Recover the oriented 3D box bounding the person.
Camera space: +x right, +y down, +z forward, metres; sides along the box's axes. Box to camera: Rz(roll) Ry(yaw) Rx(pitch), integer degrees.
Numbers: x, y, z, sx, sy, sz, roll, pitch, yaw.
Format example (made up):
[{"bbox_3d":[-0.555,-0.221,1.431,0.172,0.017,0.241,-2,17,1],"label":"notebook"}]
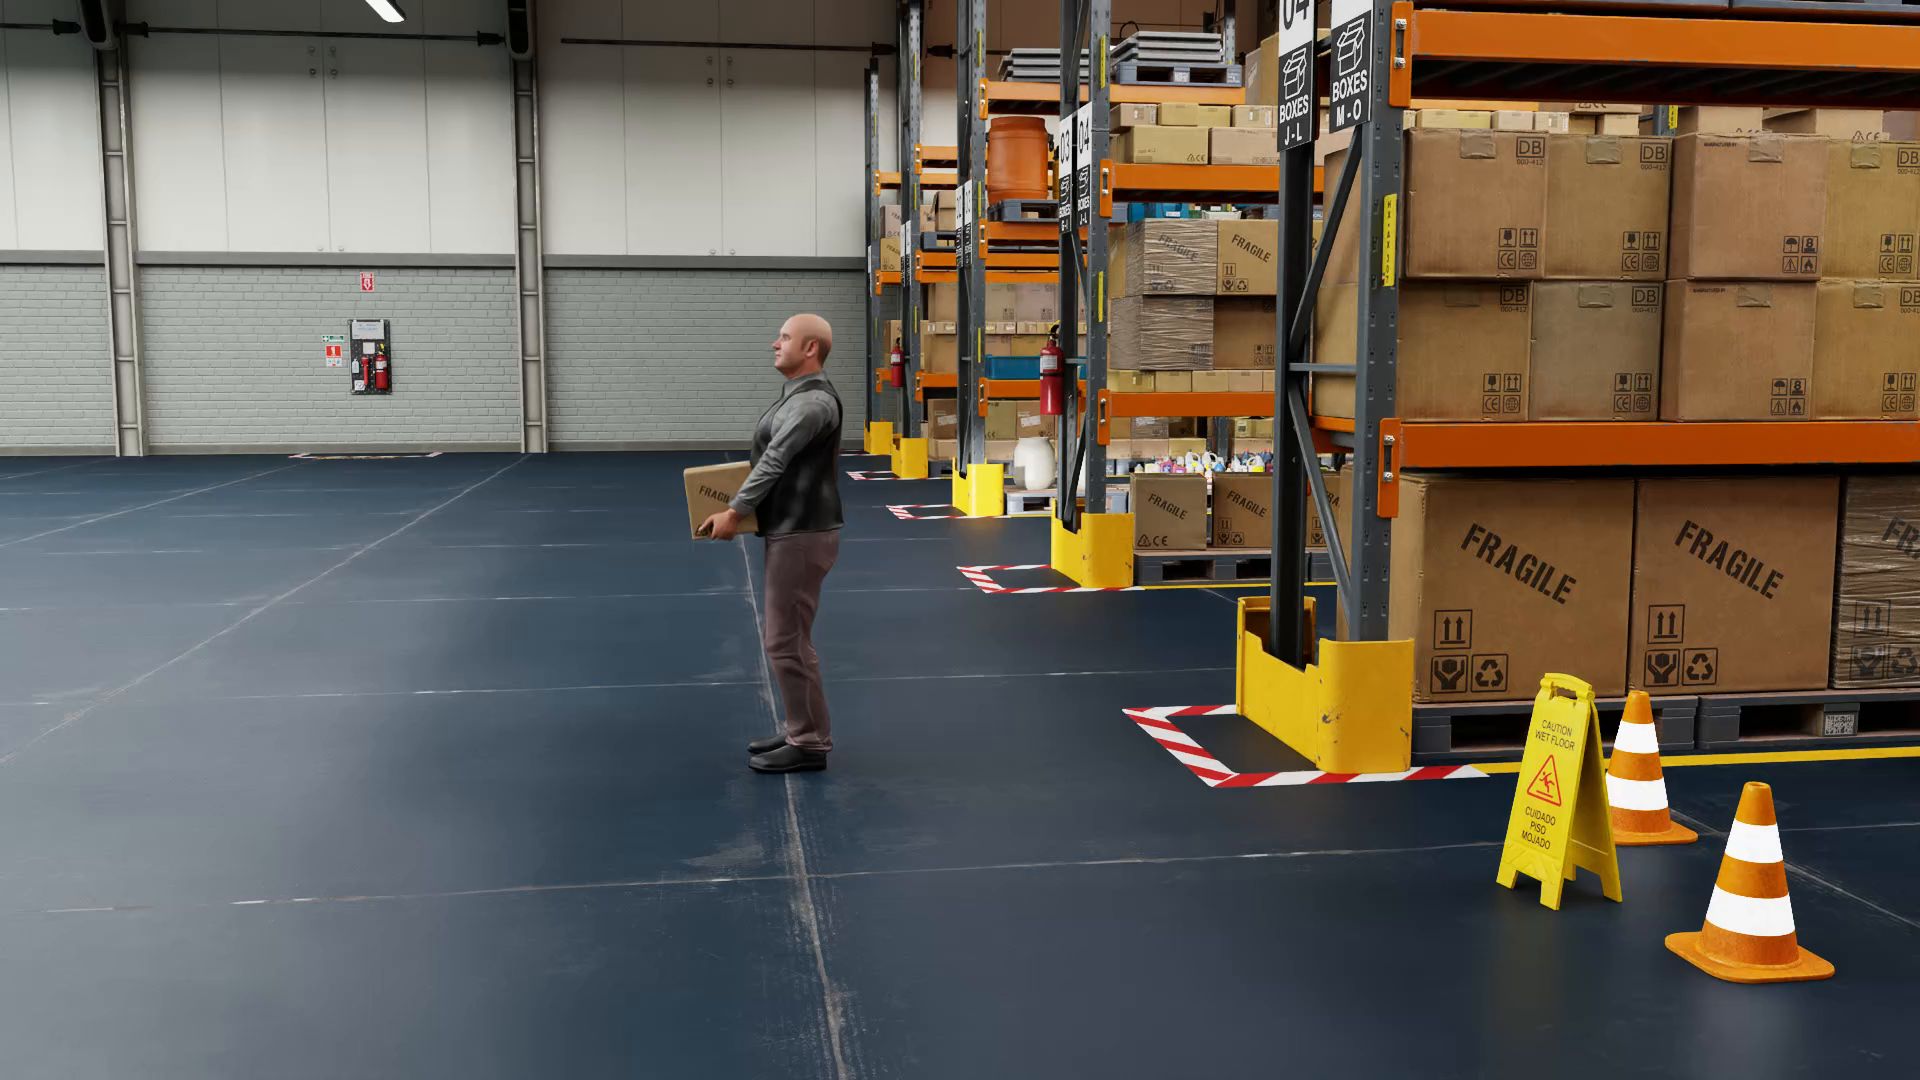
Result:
[{"bbox_3d":[-0.712,0.007,6.300,0.546,1.714,0.494,-1,6,-8],"label":"person"}]
